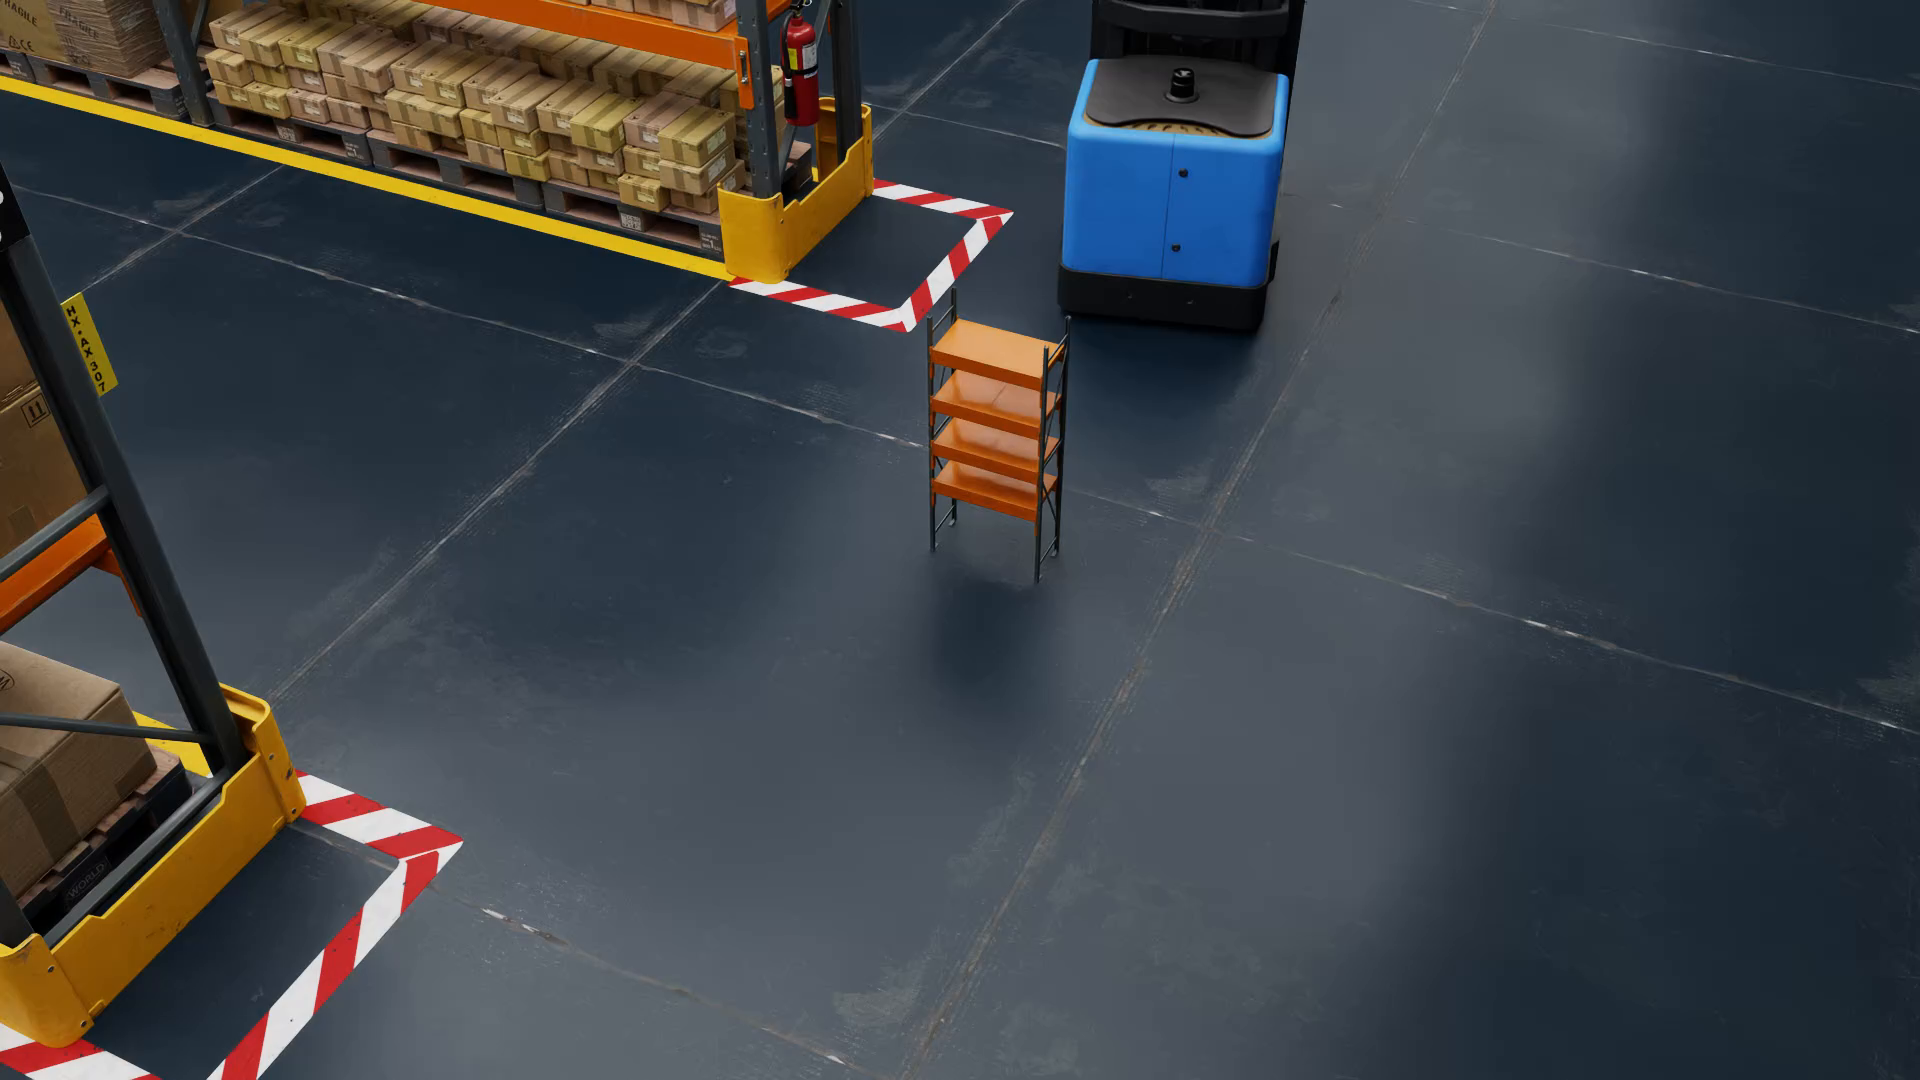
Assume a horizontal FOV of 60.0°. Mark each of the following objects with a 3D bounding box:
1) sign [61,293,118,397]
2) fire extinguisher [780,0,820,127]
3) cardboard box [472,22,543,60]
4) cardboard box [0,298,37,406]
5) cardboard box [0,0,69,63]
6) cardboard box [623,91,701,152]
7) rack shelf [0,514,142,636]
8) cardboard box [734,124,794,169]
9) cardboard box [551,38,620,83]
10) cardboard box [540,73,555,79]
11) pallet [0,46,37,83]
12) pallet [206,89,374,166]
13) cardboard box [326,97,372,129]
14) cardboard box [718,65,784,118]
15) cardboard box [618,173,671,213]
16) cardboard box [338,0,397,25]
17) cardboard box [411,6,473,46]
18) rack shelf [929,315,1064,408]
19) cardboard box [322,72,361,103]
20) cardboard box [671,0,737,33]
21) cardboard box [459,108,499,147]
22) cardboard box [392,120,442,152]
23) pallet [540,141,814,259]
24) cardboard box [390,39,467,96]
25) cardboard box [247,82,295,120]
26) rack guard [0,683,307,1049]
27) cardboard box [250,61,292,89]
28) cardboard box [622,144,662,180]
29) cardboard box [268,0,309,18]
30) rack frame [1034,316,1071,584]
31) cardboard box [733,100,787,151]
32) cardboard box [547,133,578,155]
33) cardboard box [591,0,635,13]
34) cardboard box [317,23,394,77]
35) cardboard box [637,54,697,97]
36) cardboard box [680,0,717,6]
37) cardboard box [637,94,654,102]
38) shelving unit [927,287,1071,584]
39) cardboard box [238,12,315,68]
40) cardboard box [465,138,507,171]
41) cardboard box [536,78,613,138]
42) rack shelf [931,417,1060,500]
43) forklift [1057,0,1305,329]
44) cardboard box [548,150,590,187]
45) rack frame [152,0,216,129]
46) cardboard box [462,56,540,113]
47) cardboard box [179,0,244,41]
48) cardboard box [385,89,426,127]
[{"bbox_3d":[-2.569,-0.566,4.891,0.005,0.325,0.100,17,44,19],"label":"sign"},{"bbox_3d":[-0.775,-2.333,7.996,0.183,0.674,0.296,17,44,19],"label":"fire extinguisher"},{"bbox_3d":[-2.609,-2.866,9.668,0.250,0.149,0.380,17,44,19],"label":"cardboard box"},{"bbox_3d":[-3.124,-0.599,4.811,0.500,0.500,0.500,16,43,18],"label":"cardboard box"},{"bbox_3d":[-5.675,-3.367,10.432,0.500,0.500,0.500,16,43,18],"label":"cardboard box"},{"bbox_3d":[-1.598,-2.253,8.961,0.250,0.149,0.380,18,44,19],"label":"cardboard box"},{"bbox_3d":[-4.622,-0.163,5.697,4.000,0.370,1.077,17,44,19],"label":"rack shelf"},{"bbox_3d":[-1.148,-2.264,9.427,0.250,0.149,0.380,18,44,19],"label":"cardboard box"},{"bbox_3d":[-2.121,-2.753,9.538,0.250,0.149,0.380,19,44,20],"label":"cardboard box"},{"bbox_3d":[-2.388,-2.666,9.665,0.250,0.149,0.380,19,44,21],"label":"cardboard box"},{"bbox_3d":[-6.249,-3.453,11.072,1.213,0.211,1.003,17,44,19],"label":"pallet"},{"bbox_3d":[-3.809,-2.736,10.246,1.213,0.211,1.003,17,44,19],"label":"pallet"},{"bbox_3d":[-3.499,-2.592,9.807,0.250,0.149,0.380,16,43,18],"label":"cardboard box"},{"bbox_3d":[-1.139,-2.500,9.246,0.250,0.149,0.380,15,43,17],"label":"cardboard box"},{"bbox_3d":[-1.649,-1.962,9.079,0.250,0.149,0.380,18,44,20],"label":"cardboard box"},{"bbox_3d":[-3.524,-3.205,10.059,0.250,0.149,0.380,17,44,18],"label":"cardboard box"},{"bbox_3d":[-3.037,-3.067,9.900,0.250,0.149,0.380,15,43,17],"label":"cardboard box"},{"bbox_3d":[0.150,-0.704,6.547,0.480,0.148,0.258,17,44,19],"label":"rack shelf"},{"bbox_3d":[-3.493,-2.719,9.726,0.250,0.149,0.380,15,43,16],"label":"cardboard box"},{"bbox_3d":[-1.223,-2.675,8.237,0.250,0.149,0.380,17,44,19],"label":"cardboard box"},{"bbox_3d":[-2.578,-2.378,9.333,0.250,0.149,0.380,19,44,21],"label":"cardboard box"},{"bbox_3d":[-3.046,-2.409,9.596,0.250,0.149,0.380,16,43,17],"label":"cardboard box"},{"bbox_3d":[-1.598,-2.060,9.466,1.213,0.211,1.003,17,44,19],"label":"pallet"},{"bbox_3d":[-3.010,-2.686,9.461,0.250,0.149,0.380,15,43,17],"label":"cardboard box"},{"bbox_3d":[-3.998,-2.671,9.897,0.250,0.149,0.380,18,44,20],"label":"cardboard box"},{"bbox_3d":[-2.788,1.070,5.634,0.348,0.500,1.175,17,44,19],"label":"rack guard"},{"bbox_3d":[-3.973,-2.841,9.867,0.250,0.149,0.380,17,44,19],"label":"cardboard box"},{"bbox_3d":[-1.621,-2.122,9.037,0.250,0.149,0.380,16,43,18],"label":"cardboard box"},{"bbox_3d":[-4.000,-3.317,10.188,0.250,0.149,0.380,18,44,20],"label":"cardboard box"},{"bbox_3d":[0.371,-0.340,6.726,0.015,1.200,0.240,17,44,19],"label":"rack frame"},{"bbox_3d":[-1.174,-2.338,9.287,0.250,0.149,0.380,19,44,20],"label":"cardboard box"},{"bbox_3d":[-2.079,-2.296,9.238,0.250,0.149,0.380,16,44,18],"label":"cardboard box"},{"bbox_3d":[-1.666,-2.826,8.412,0.250,0.149,0.380,17,44,18],"label":"cardboard box"},{"bbox_3d":[-3.488,-2.832,9.629,0.250,0.149,0.380,16,43,18],"label":"cardboard box"},{"bbox_3d":[-1.614,-2.651,9.420,0.250,0.149,0.380,17,44,19],"label":"cardboard box"},{"bbox_3d":[-1.324,-2.969,8.082,0.500,0.500,0.500,18,44,19],"label":"cardboard box"},{"bbox_3d":[-1.658,-2.463,9.430,0.250,0.149,0.380,18,44,19],"label":"cardboard box"},{"bbox_3d":[0.150,-0.408,6.804,0.503,1.200,0.258,17,44,19],"label":"shelving unit"},{"bbox_3d":[-3.984,-2.931,9.743,0.250,0.149,0.380,19,44,21],"label":"cardboard box"},{"bbox_3d":[-2.578,-2.268,9.432,0.250,0.149,0.380,18,44,19],"label":"cardboard box"},{"bbox_3d":[-2.095,-2.359,9.083,0.250,0.149,0.380,15,43,17],"label":"cardboard box"},{"bbox_3d":[0.150,-0.357,6.848,0.480,0.148,0.258,17,44,19],"label":"rack shelf"},{"bbox_3d":[1.278,-3.140,8.634,1.130,2.935,3.031,7,41,8],"label":"forklift"},{"bbox_3d":[-2.081,-2.147,9.292,0.250,0.149,0.380,17,44,19],"label":"cardboard box"},{"bbox_3d":[-4.433,-3.955,9.523,0.127,3.000,1.000,17,44,19],"label":"rack frame"},{"bbox_3d":[-2.554,-2.539,9.291,0.250,0.149,0.380,16,43,17],"label":"cardboard box"},{"bbox_3d":[-4.990,-3.531,10.621,0.500,0.500,0.500,19,44,20],"label":"cardboard box"},{"bbox_3d":[-3.052,-2.521,9.498,0.250,0.149,0.380,17,44,18],"label":"cardboard box"}]
